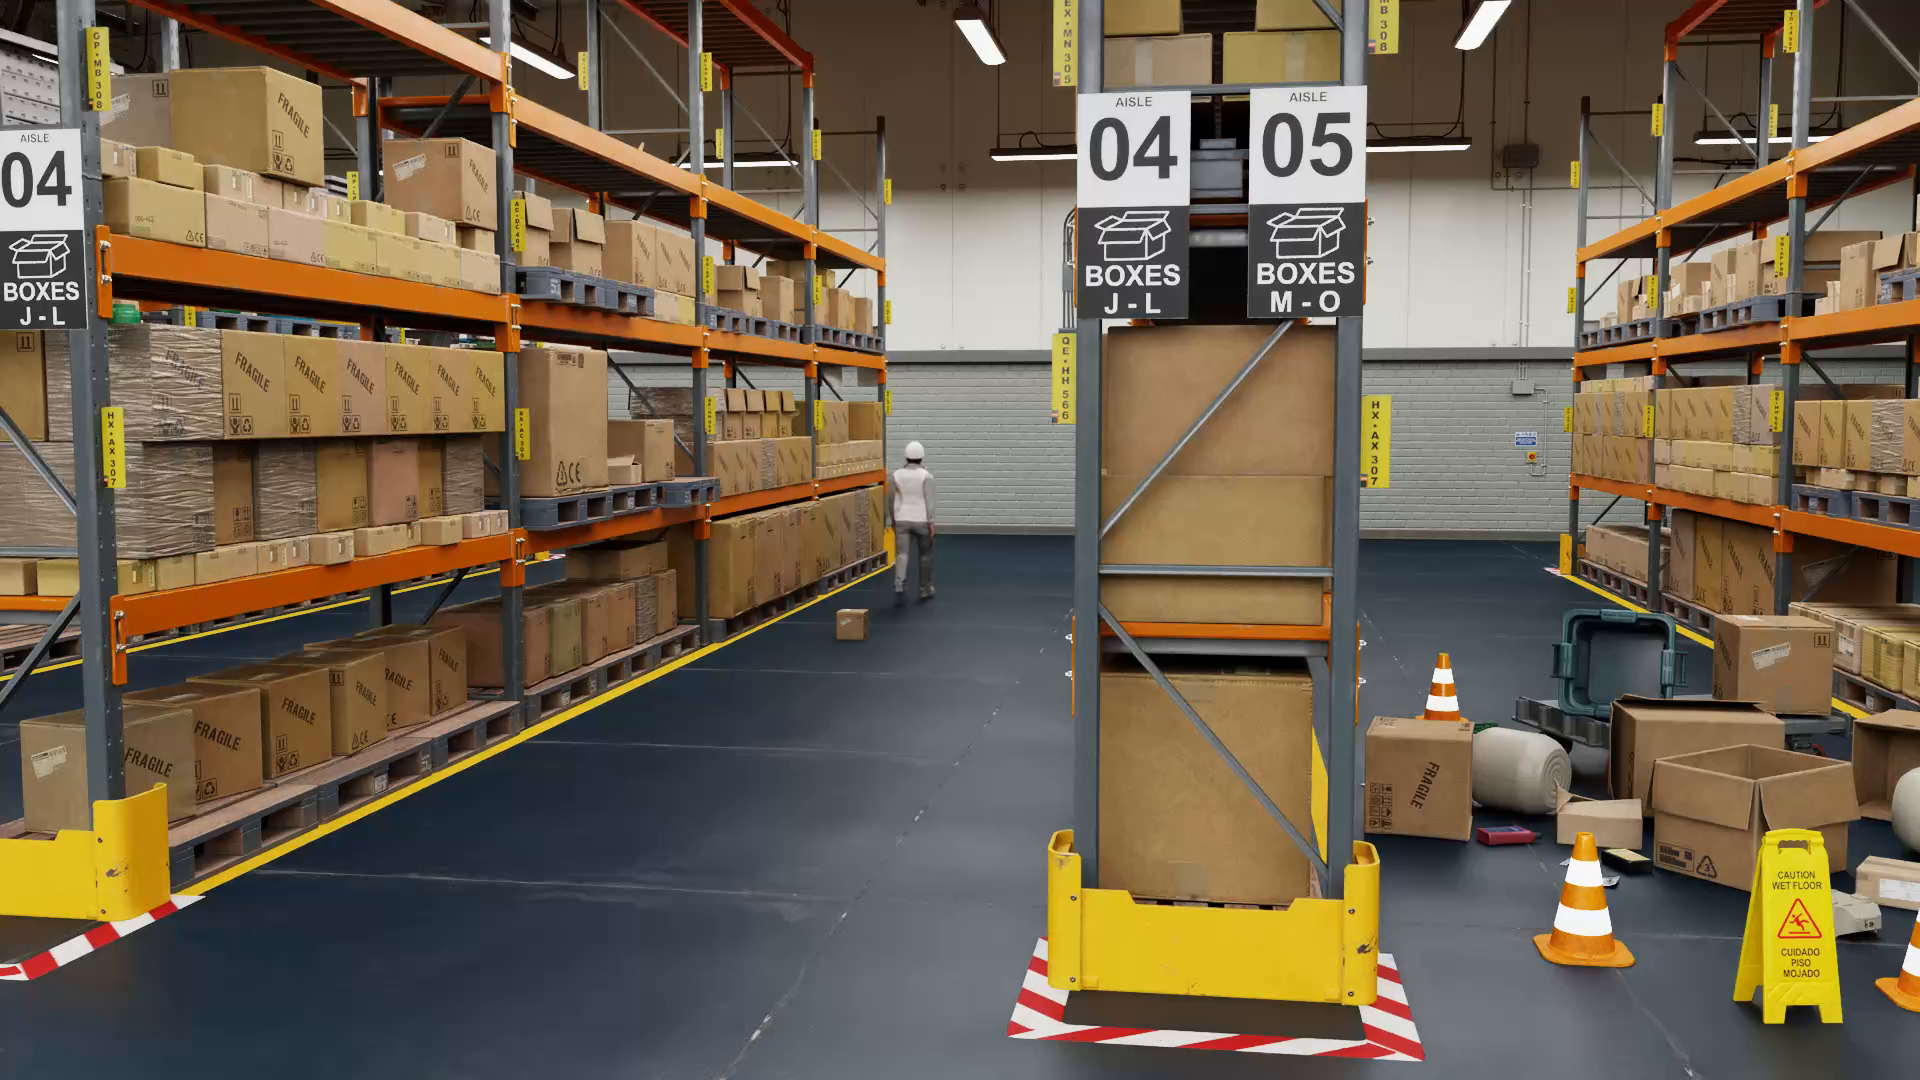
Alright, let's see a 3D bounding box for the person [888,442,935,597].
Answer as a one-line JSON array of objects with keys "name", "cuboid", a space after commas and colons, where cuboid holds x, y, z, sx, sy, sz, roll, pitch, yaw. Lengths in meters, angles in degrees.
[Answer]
[{"name": "person", "cuboid": [-0.517, -0.214, 18.238, 0.543, 1.733, 0.986, 1, 5, 11]}]
